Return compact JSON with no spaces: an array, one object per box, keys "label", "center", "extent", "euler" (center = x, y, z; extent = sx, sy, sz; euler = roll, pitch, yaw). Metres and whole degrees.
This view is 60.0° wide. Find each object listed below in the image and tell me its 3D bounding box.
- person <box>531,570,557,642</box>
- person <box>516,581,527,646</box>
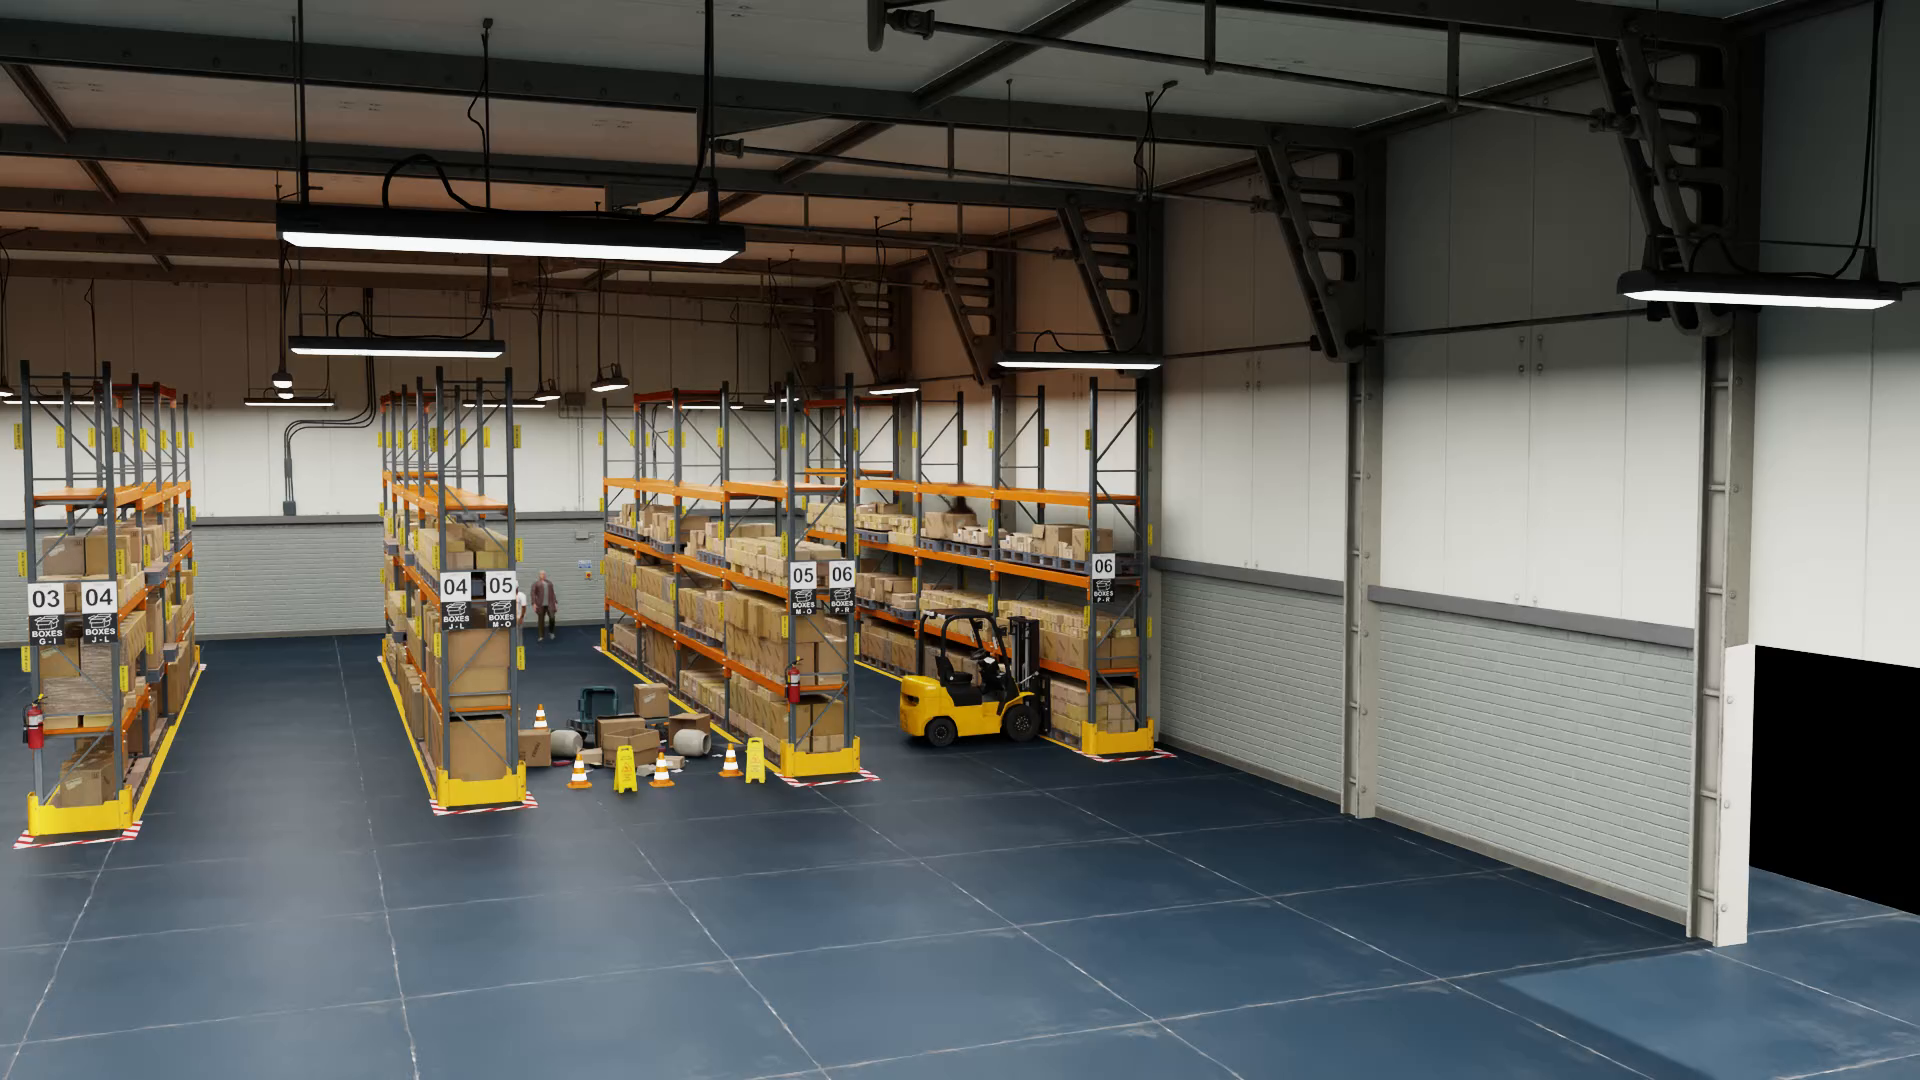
[{"label":"person","center":[-10.367,1.637,41.446],"extent":[0.647,1.776,0.561],"euler":[-1,4,-14]},{"label":"person","center":[-10.237,1.814,38.209],"extent":[0.592,1.785,0.429],"euler":[2,4,32]}]
